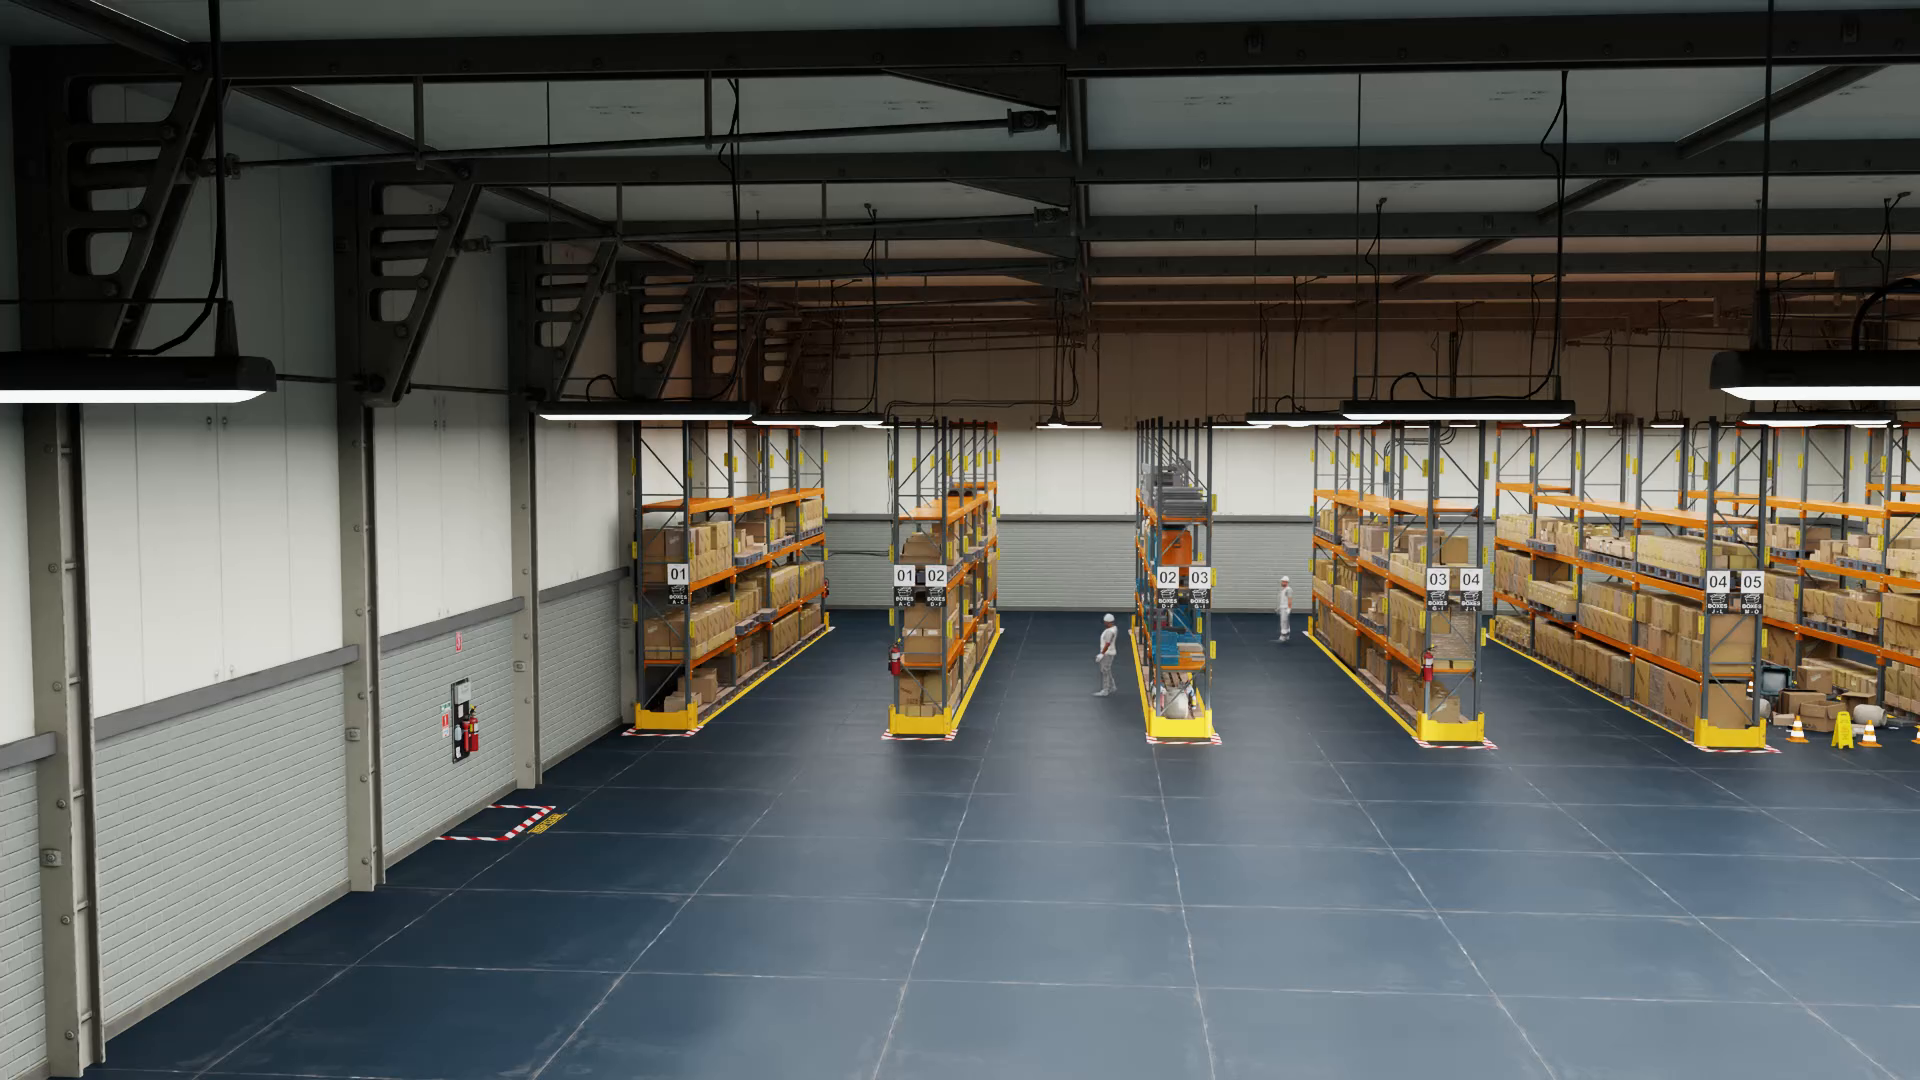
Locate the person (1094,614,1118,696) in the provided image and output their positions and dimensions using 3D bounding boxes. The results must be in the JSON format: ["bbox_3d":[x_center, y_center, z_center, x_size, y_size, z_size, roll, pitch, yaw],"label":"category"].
[{"bbox_3d":[3.165,2.494,36.024,0.494,1.814,0.639,0,4,5],"label":"person"}]

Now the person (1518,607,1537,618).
[{"bbox_3d":[16.236,1.797,47.379,0.846,1.632,0.525,0,4,1],"label":"person"}]

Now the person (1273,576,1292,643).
[{"bbox_3d":[8.748,1.880,45.143,0.506,1.789,0.576,0,4,1],"label":"person"}]
